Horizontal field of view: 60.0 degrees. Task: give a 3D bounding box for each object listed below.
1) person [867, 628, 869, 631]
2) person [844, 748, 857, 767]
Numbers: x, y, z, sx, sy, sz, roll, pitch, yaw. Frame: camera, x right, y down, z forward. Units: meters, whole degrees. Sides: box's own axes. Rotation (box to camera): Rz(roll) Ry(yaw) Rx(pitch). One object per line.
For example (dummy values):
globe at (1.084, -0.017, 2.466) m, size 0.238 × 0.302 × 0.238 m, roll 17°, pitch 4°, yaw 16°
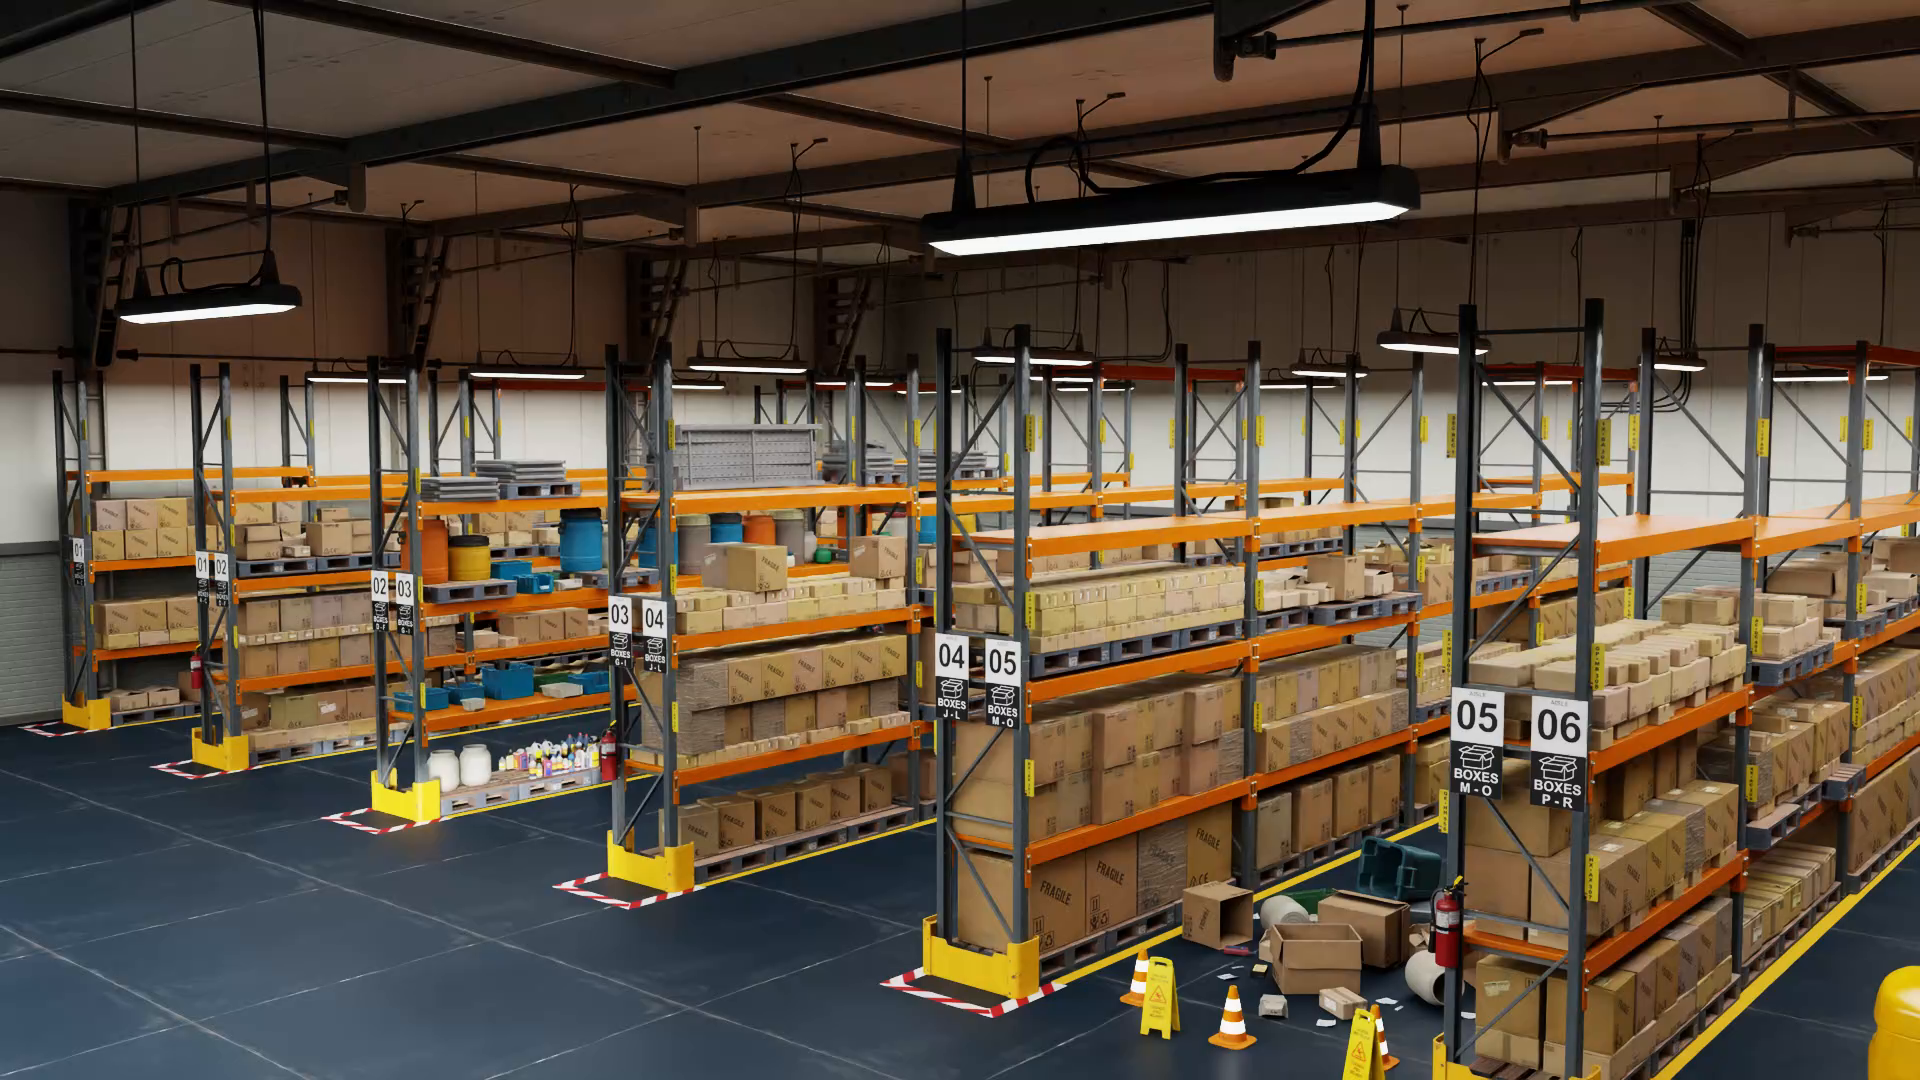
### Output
person at (-1.808, 1.959, 30.792) m, size 0.439 × 1.530 × 0.456 m, roll -4°, pitch 6°, yaw -43°
person at (-1.585, 2.598, 23.344) m, size 0.787 × 1.768 × 0.599 m, roll -3°, pitch 5°, yaw -36°
